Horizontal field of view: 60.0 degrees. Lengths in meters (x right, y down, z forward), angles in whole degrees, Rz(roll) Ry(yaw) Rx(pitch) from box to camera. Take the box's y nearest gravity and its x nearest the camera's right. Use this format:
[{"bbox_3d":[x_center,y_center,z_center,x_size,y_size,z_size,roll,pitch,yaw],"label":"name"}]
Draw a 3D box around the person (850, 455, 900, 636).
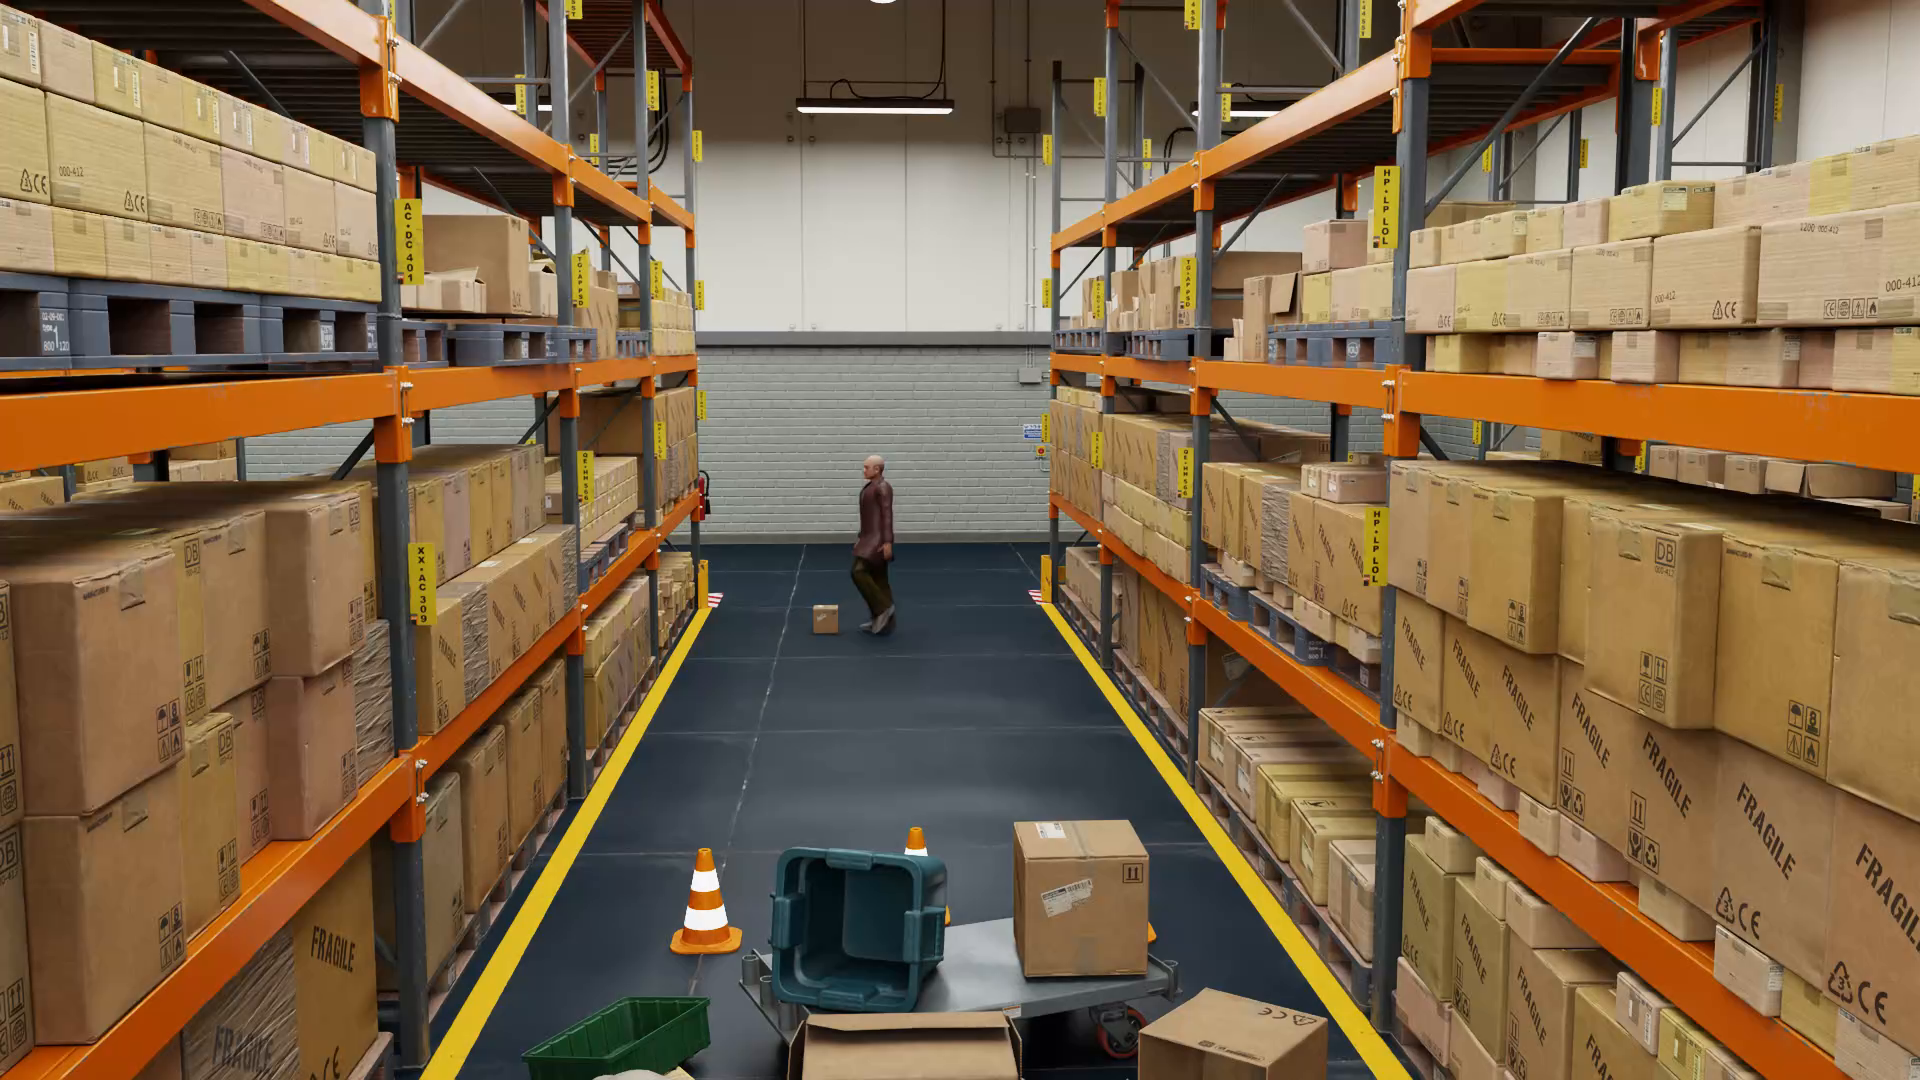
[{"bbox_3d":[-0.882,0.049,16.901,0.525,1.818,0.636,-1,7,-12],"label":"person"}]
